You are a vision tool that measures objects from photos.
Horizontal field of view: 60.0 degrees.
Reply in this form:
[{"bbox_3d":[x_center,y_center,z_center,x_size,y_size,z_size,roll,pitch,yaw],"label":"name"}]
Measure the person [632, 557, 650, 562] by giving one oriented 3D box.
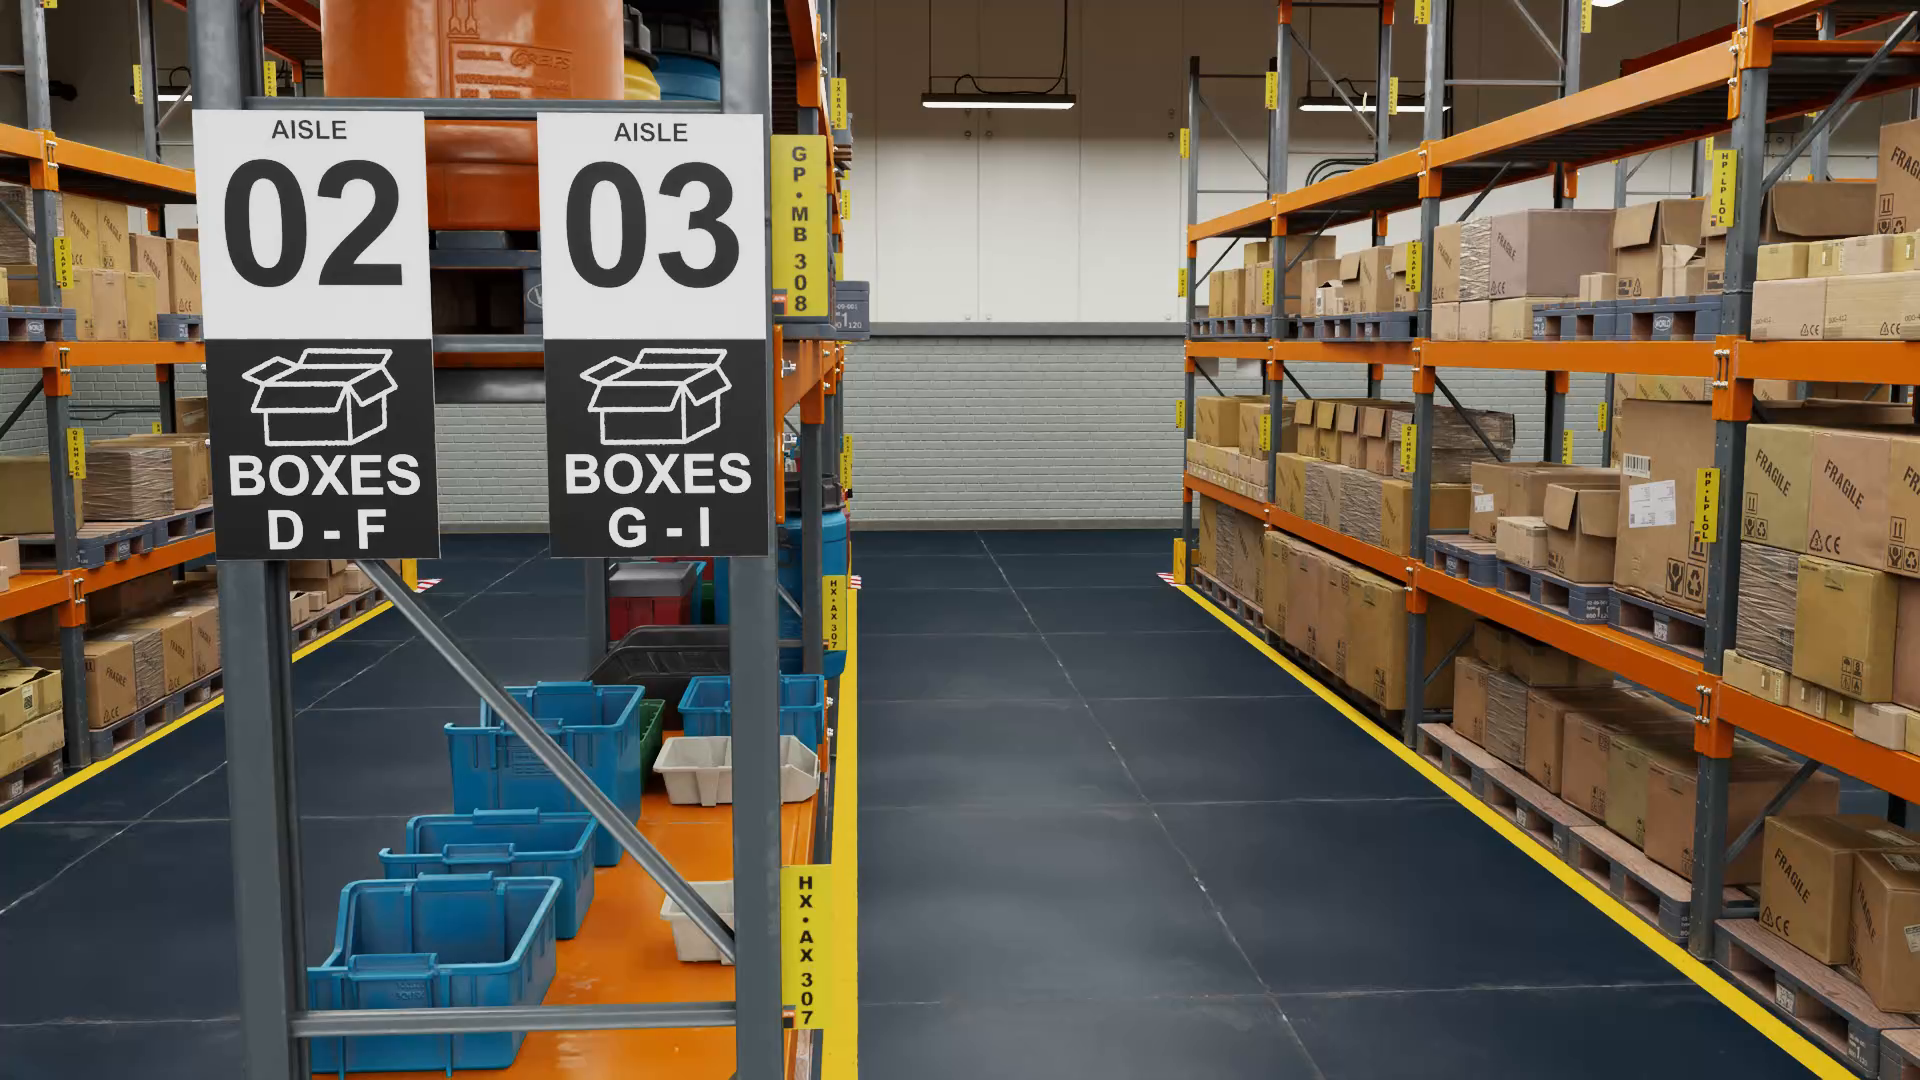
[{"bbox_3d":[-3.546,-0.319,18.746,0.600,1.758,0.761,1,7,8],"label":"person"}]
